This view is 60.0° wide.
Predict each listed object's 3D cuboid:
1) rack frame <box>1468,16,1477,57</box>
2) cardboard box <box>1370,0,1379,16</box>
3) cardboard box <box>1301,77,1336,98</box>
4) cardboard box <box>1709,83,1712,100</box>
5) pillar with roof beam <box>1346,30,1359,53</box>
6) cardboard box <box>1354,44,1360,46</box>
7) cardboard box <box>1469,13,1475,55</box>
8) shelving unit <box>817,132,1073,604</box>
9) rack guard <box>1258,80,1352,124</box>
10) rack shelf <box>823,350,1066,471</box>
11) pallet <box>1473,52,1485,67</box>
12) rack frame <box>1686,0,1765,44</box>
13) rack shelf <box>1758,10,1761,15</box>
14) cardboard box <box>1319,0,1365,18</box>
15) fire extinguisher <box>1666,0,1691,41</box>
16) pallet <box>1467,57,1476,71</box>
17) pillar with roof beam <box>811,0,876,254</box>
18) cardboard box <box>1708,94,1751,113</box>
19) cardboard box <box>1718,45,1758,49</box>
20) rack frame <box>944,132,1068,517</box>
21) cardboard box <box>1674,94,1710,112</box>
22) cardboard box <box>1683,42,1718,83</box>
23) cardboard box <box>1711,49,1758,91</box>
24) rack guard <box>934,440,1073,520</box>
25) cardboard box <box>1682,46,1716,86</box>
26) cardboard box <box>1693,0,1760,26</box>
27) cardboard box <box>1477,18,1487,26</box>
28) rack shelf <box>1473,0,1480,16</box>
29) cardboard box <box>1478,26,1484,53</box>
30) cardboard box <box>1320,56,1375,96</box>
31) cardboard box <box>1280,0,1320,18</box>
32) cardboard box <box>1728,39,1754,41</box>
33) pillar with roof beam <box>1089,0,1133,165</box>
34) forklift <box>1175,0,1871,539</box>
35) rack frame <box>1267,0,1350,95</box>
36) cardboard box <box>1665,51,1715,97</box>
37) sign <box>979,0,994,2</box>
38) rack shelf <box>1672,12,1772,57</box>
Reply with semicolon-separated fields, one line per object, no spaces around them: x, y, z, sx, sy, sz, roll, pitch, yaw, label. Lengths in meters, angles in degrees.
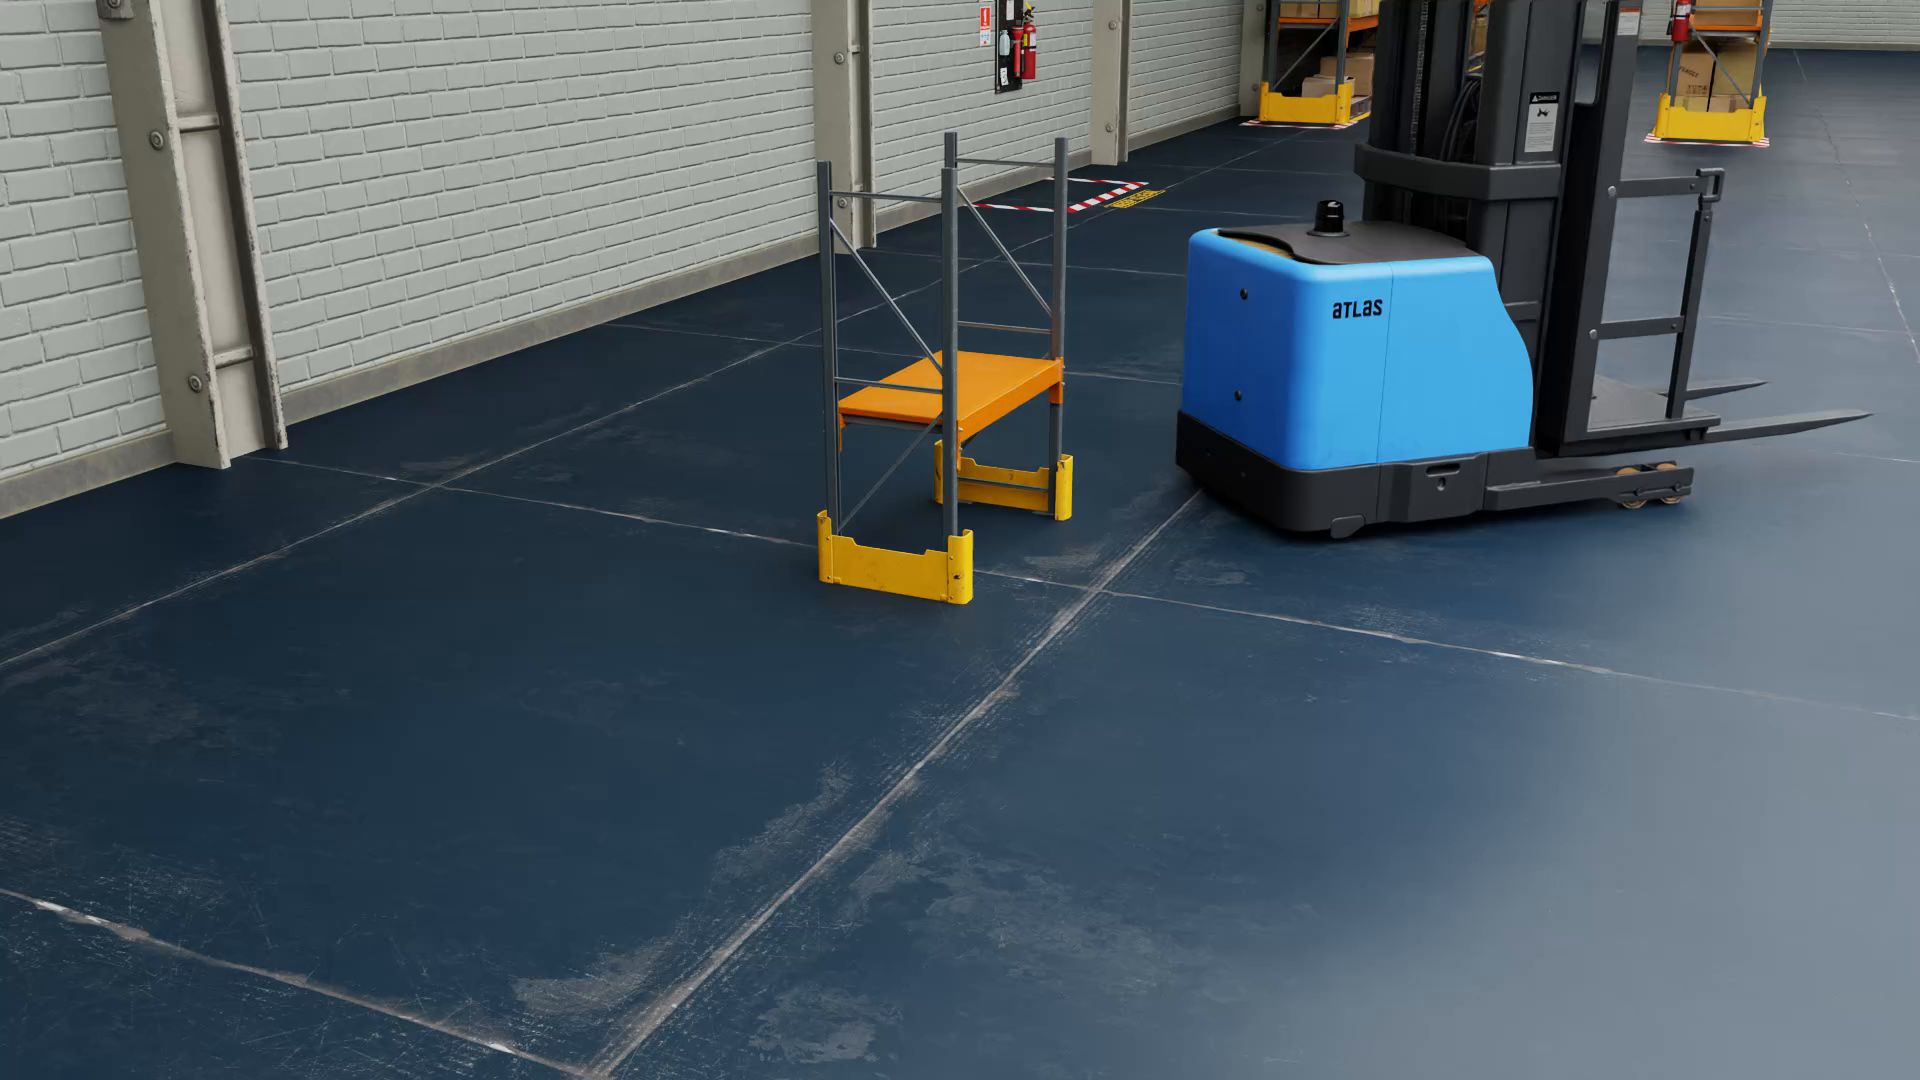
9.466;-10.646;31.926;1.000;3.000;0.127;9;21;23;rack frame
5.455;-7.337;22.818;0.500;0.250;0.500;8;21;22;cardboard box
4.917;-6.117;22.548;0.500;0.311;0.500;6;20;17;cardboard box
10.035;-6.172;22.823;0.500;0.250;0.500;9;21;23;cardboard box
10.434;-11.380;25.038;9.100;9.000;0.400;9;21;23;pillar with roof beam
6.642;-7.622;26.498;0.700;0.500;0.500;8;21;22;cardboard box
9.318;-9.614;31.607;0.750;0.750;0.750;9;21;23;cardboard box
-0.031;-0.683;6.152;0.587;1.500;1.083;9;21;23;shelving unit
4.583;-5.823;22.096;1.175;0.500;0.348;9;21;23;rack guard
-0.035;-0.511;6.204;0.538;0.185;1.000;9;21;23;rack shelf
9.848;-9.554;33.017;1.003;0.211;1.213;9;21;23;pallet
10.710;-7.522;23.142;1.000;3.000;0.127;9;21;23;rack frame
11.529;-7.794;24.982;1.077;0.370;4.000;9;21;23;rack shelf
5.041;-7.022;21.930;0.500;0.250;0.500;8;21;21;cardboard box
8.600;-6.290;19.794;0.296;0.674;0.183;9;21;23;fire extinguisher
9.218;-9.086;31.701;1.003;0.211;1.213;9;21;23;pallet
3.063;-5.878;9.566;9.100;9.000;0.400;9;21;23;pillar with roof beam
9.495;-5.335;20.469;0.500;0.250;0.500;9;21;23;cardboard box
10.303;-6.301;22.067;0.500;0.500;0.500;9;21;23;cardboard box
0.173;-0.836;6.581;0.500;1.500;0.032;9;21;23;rack frame
9.022;-5.406;20.669;0.500;0.250;0.500;9;21;23;cardboard box
10.037;-6.524;22.696;0.500;0.500;0.500;9;21;23;cardboard box
9.891;-5.996;21.209;0.500;0.500;0.500;9;21;23;cardboard box
0.173;-0.247;6.789;0.587;0.250;0.087;9;21;23;rack guard
9.623;-6.220;21.839;0.500;0.500;0.500;9;21;23;cardboard box
9.275;-6.487;20.083;0.700;0.500;0.500;9;21;23;cardboard box
10.386;-10.425;33.442;0.380;0.149;0.250;8;21;21;cardboard box
8.647;-9.695;30.328;1.077;0.370;4.000;9;21;23;rack shelf
10.074;-10.033;33.309;0.700;0.500;0.500;8;21;22;cardboard box
5.496;-6.598;23.618;0.700;0.500;0.500;7;21;19;cardboard box
4.566;-7.086;22.110;0.500;0.250;0.500;9;21;23;cardboard box
13.215;-8.187;28.088;0.500;0.500;0.500;8;21;22;cardboard box
5.520;-7.712;14.723;9.100;9.000;0.400;9;21;23;pillar with roof beam
2.505;-1.668;6.784;3.031;2.935;1.130;-7;21;-18;forklift
4.552;-6.977;21.612;1.000;3.000;0.127;9;21;23;rack frame
9.021;-5.759;20.544;0.500;0.500;0.500;9;21;23;cardboard box
0.235;-4.837;14.750;0.001;0.109;0.331;9;21;23;sign
9.891;-6.571;21.543;1.077;0.370;4.000;9;21;23;rack shelf
